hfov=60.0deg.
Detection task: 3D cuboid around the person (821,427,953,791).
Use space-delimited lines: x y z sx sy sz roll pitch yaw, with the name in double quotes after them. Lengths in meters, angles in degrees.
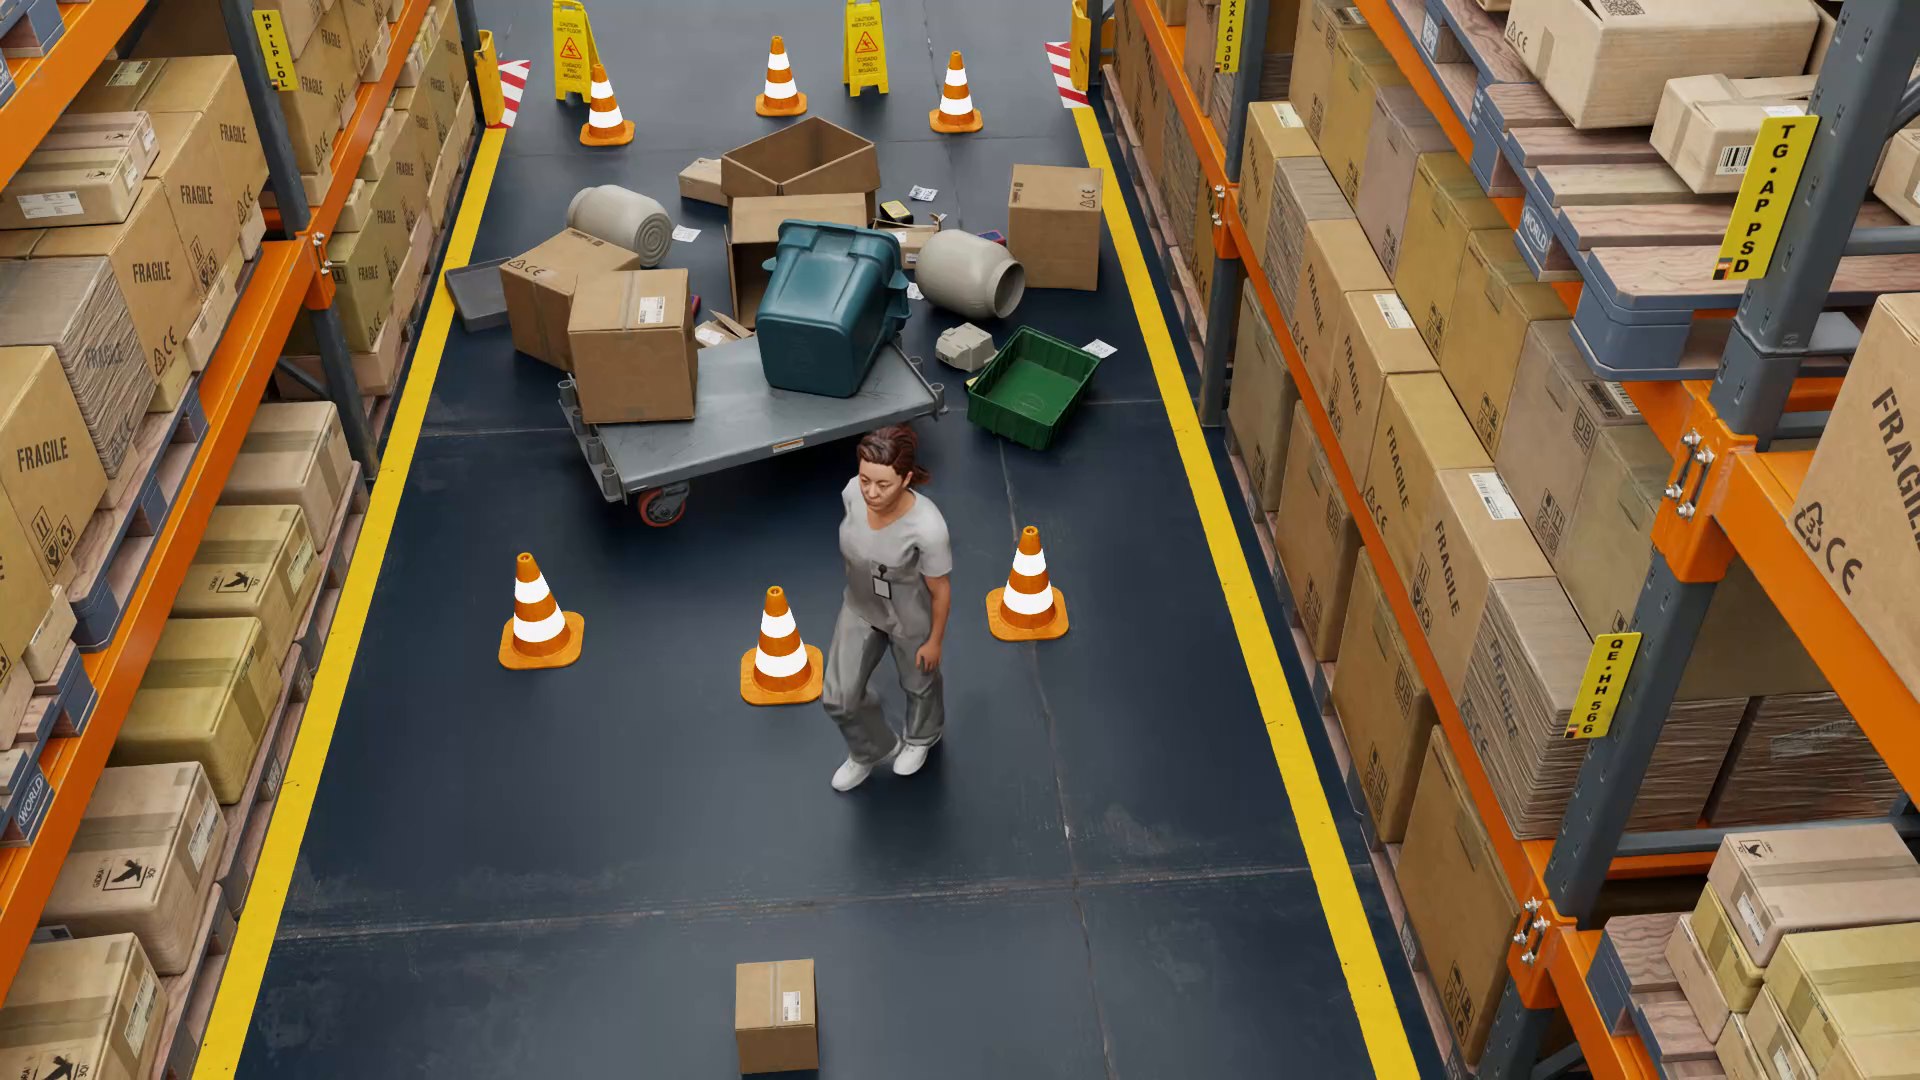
-0.207 0.259 5.834 0.472 1.673 0.527 20 43 22 "person"
